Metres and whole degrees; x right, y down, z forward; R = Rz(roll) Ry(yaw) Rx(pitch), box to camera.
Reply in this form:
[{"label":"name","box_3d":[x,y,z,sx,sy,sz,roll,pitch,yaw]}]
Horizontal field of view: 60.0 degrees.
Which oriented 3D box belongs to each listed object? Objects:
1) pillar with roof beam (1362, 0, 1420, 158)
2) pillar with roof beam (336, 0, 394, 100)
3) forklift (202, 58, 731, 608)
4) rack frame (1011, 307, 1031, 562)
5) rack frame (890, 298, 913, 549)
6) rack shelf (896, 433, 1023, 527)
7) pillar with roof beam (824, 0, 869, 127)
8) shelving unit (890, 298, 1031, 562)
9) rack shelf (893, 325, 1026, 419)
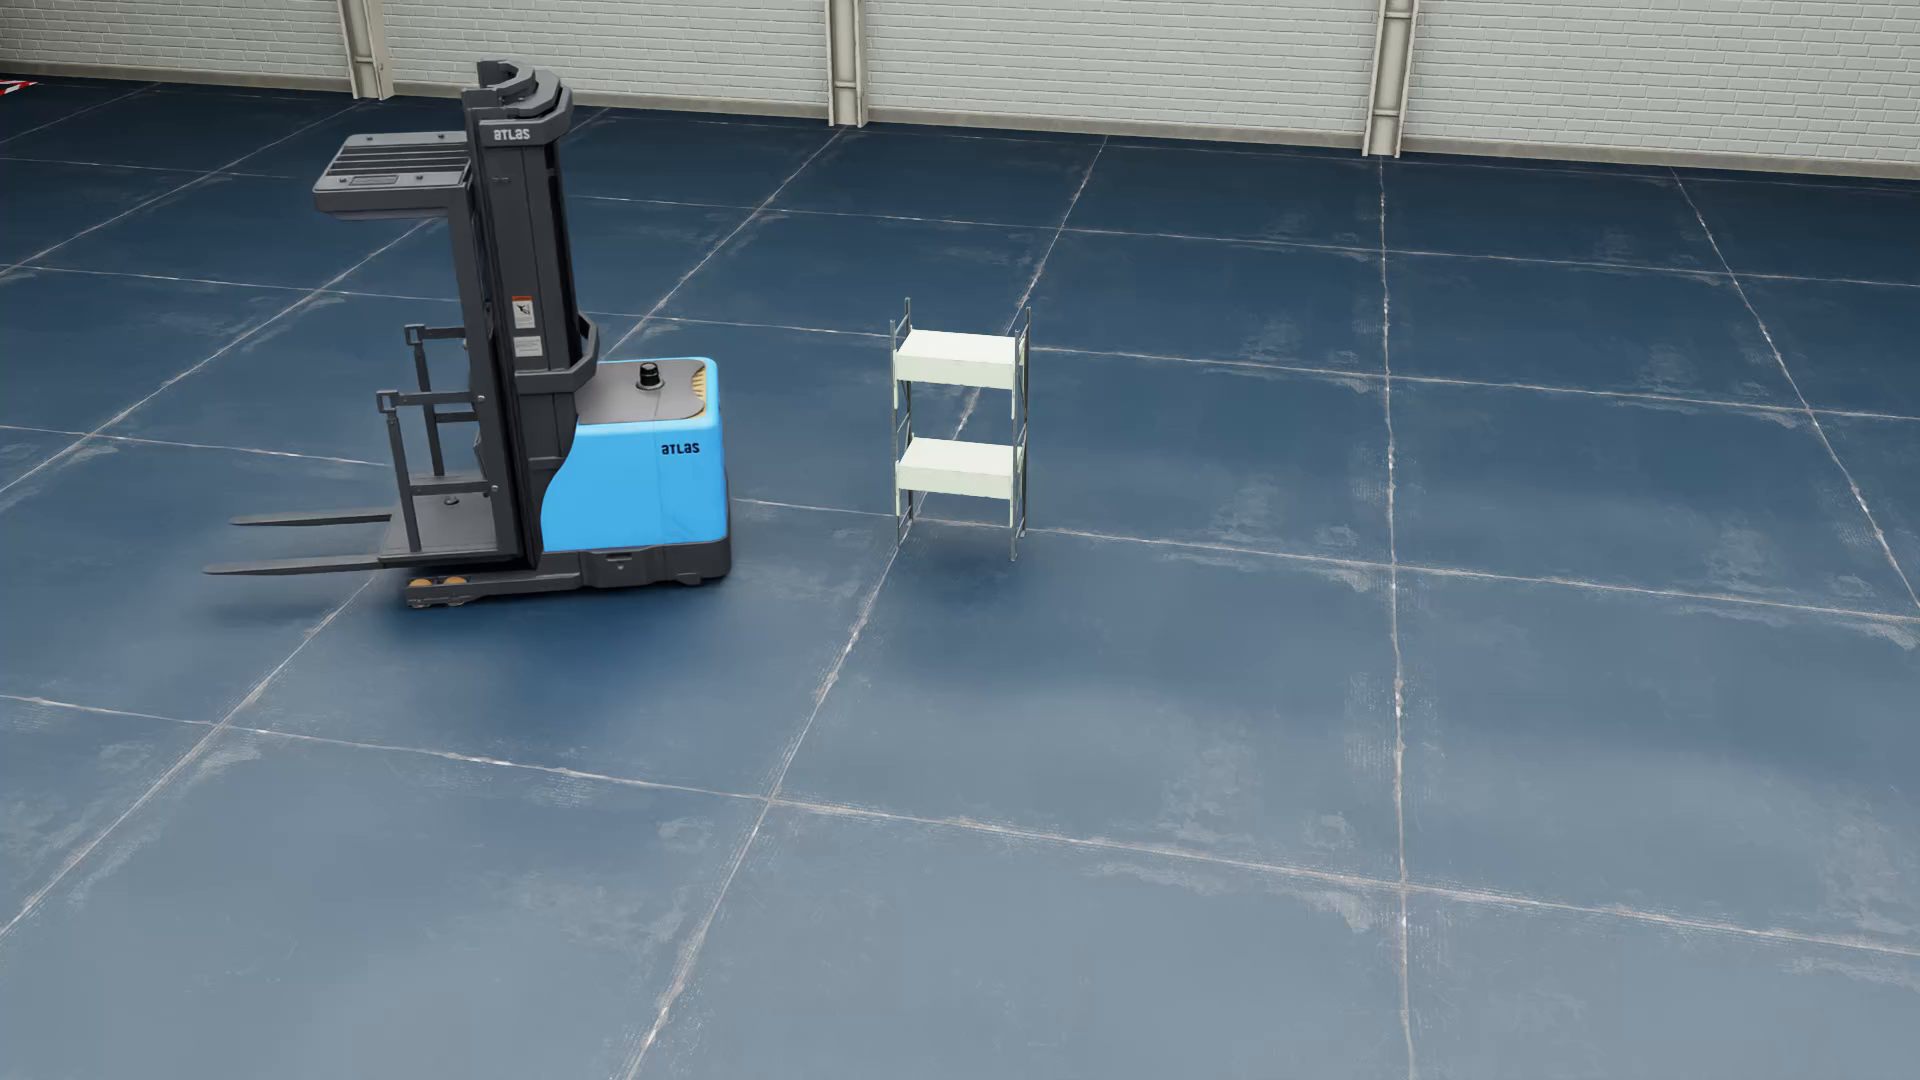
[{"label":"pillar with roof beam","box_3d":[3.685,-6.143,12.262,0.400,9.000,9.100,6,29,11]},{"label":"pillar with roof beam","box_3d":[-8.050,-7.346,14.460,0.400,9.000,9.100,6,29,11]},{"label":"forklift","box_3d":[-2.927,-1.160,9.478,3.031,2.935,1.130,-4,29,-7]},{"label":"rack frame","box_3d":[0.364,-0.620,9.984,0.023,1.500,0.400,6,29,11]},{"label":"rack frame","box_3d":[-0.351,-0.694,10.118,0.023,1.500,0.400,6,29,11]},{"label":"rack shelf","box_3d":[0.007,-0.371,10.207,0.720,0.370,0.431,6,29,11]},{"label":"pillar with roof beam","box_3d":[-2.183,-6.744,13.361,0.400,9.000,9.100,6,29,11]},{"label":"shelving unit","box_3d":[0.007,-0.657,10.051,0.755,1.500,0.431,6,29,11]},{"label":"rack shelf","box_3d":[0.007,-1.000,9.863,0.720,0.370,0.431,6,29,11]}]
